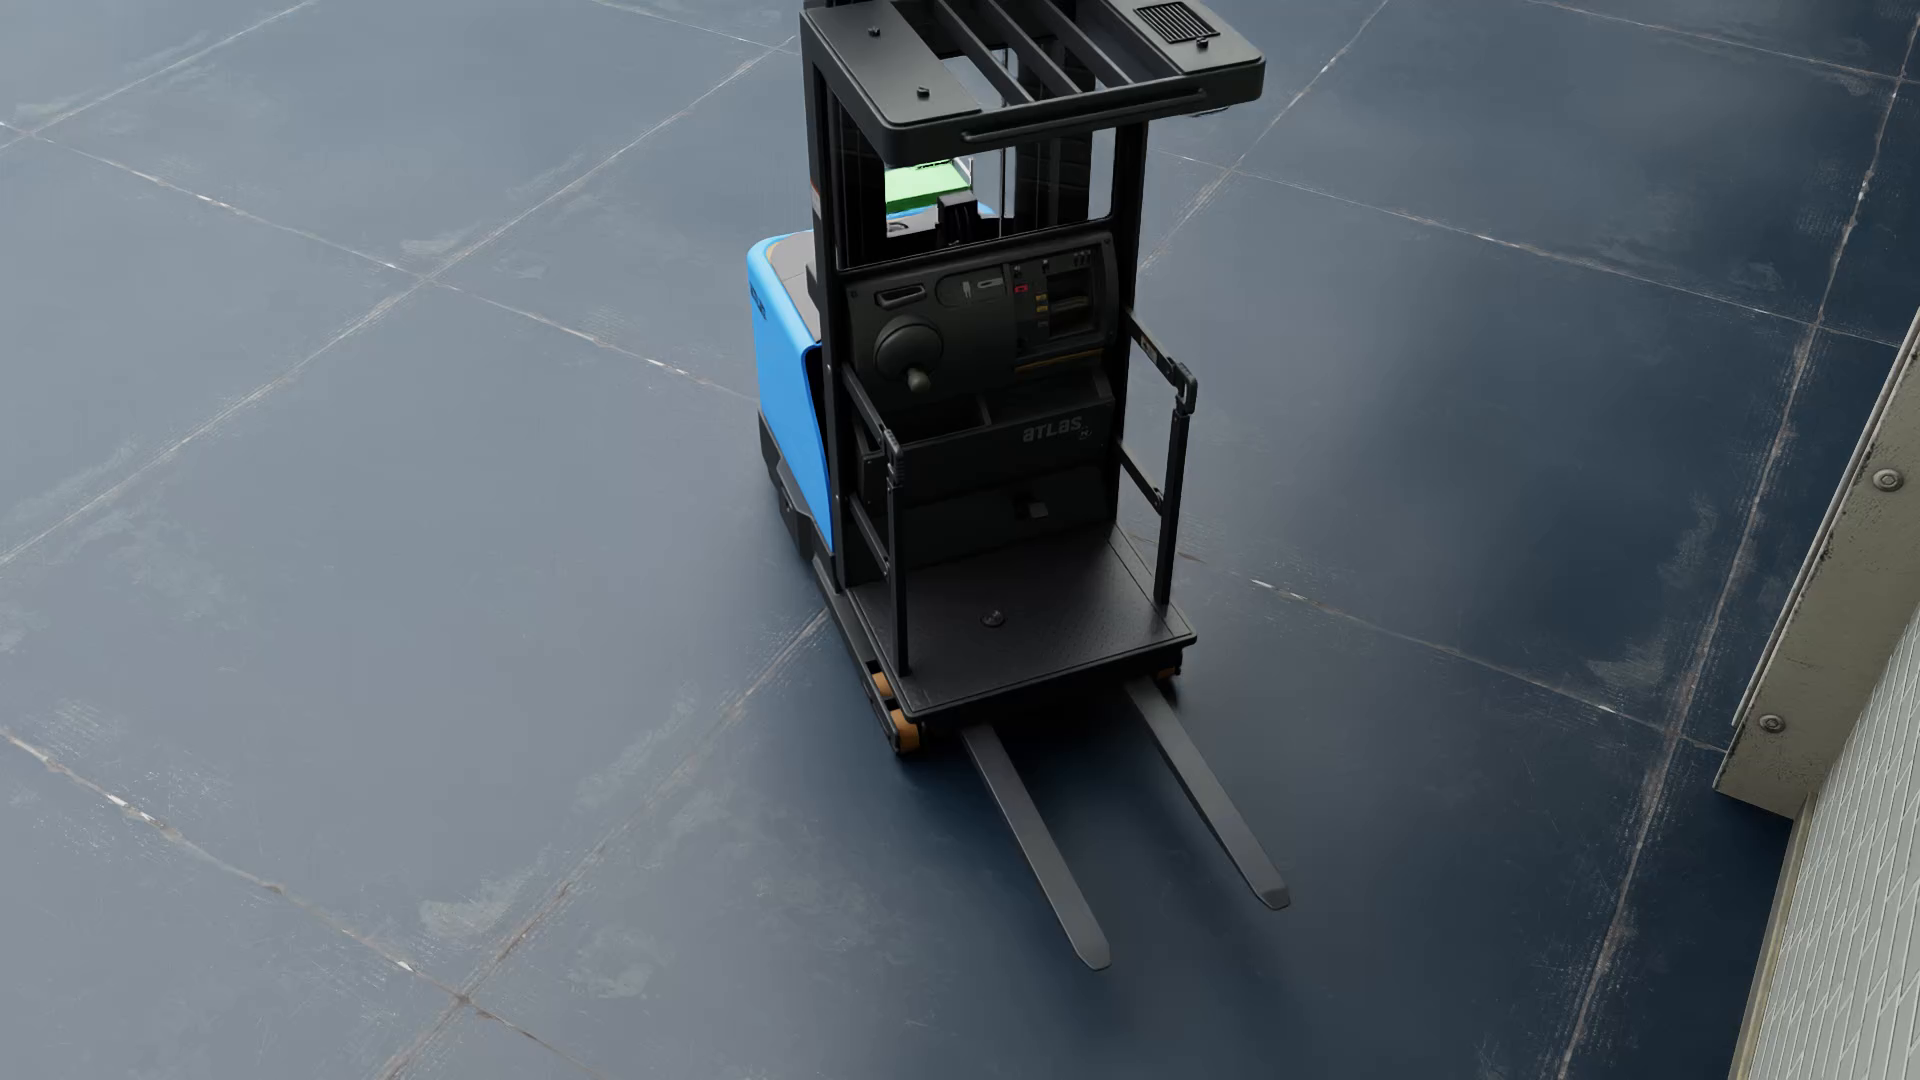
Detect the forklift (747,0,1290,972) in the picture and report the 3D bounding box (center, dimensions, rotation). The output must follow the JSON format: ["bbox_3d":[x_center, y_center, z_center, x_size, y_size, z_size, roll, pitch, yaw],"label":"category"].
[{"bbox_3d":[0.163,-0.660,5.282,1.130,2.935,3.031,-14,43,-16],"label":"forklift"}]

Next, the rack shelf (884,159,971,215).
[{"bbox_3d":[-0.225,-1.410,6.812,0.480,0.148,0.258,-14,43,-16],"label":"rack shelf"}]

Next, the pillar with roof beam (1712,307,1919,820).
[{"bbox_3d":[-0.885,-4.000,4.483,9.100,9.000,0.400,21,45,22],"label":"pillar with roof beam"}]

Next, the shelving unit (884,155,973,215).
[{"bbox_3d":[-0.224,-1.095,7.084,0.503,1.200,0.258,-14,43,-16],"label":"shelving unit"}]

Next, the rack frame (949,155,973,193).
[{"bbox_3d":[0.004,-1.154,7.151,0.015,1.200,0.240,-14,43,-16],"label":"rack frame"}]
